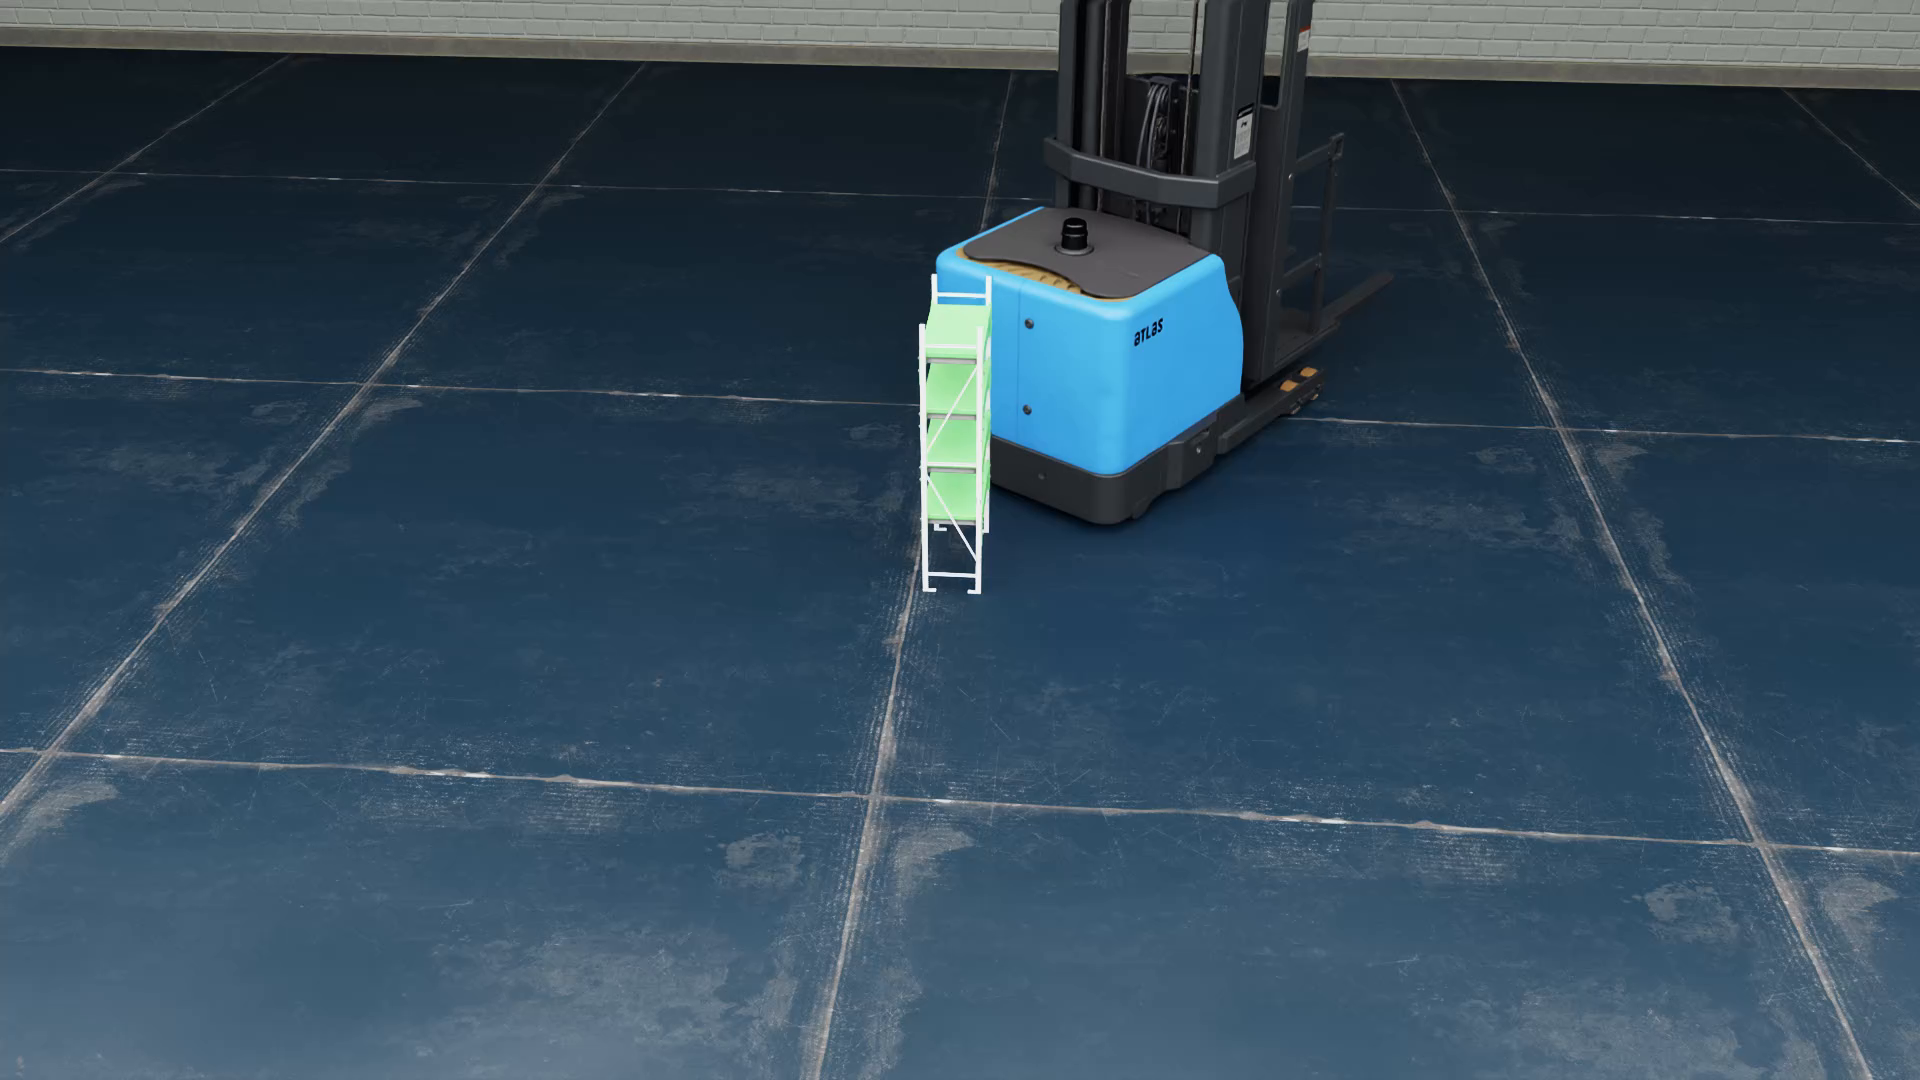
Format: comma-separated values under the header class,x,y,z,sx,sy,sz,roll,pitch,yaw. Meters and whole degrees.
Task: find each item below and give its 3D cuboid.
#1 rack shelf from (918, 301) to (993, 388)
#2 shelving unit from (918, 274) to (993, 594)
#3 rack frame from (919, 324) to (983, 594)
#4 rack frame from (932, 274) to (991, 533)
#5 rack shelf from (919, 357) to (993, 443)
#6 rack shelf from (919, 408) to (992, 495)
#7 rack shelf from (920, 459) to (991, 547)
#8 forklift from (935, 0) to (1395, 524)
class,x,y,z,sx,sy,sz,roll,pitch,yaw
rack shelf,-0.013,-0.778,6.576,0.258,0.148,0.480,2,32,4
shelving unit,-0.013,-0.424,6.795,0.258,1.200,0.503,2,32,4
rack frame,-0.033,-0.297,6.588,0.240,1.200,0.015,2,32,4
rack frame,0.006,-0.552,7.002,0.240,1.200,0.015,2,32,4
rack shelf,-0.013,-0.574,6.702,0.258,0.148,0.480,2,32,4
rack shelf,-0.013,-0.370,6.828,0.258,0.148,0.480,2,32,4
rack shelf,-0.013,-0.166,6.954,0.258,0.148,0.480,2,32,4
forklift,1.196,-2.020,7.734,1.130,2.935,3.031,23,38,32
